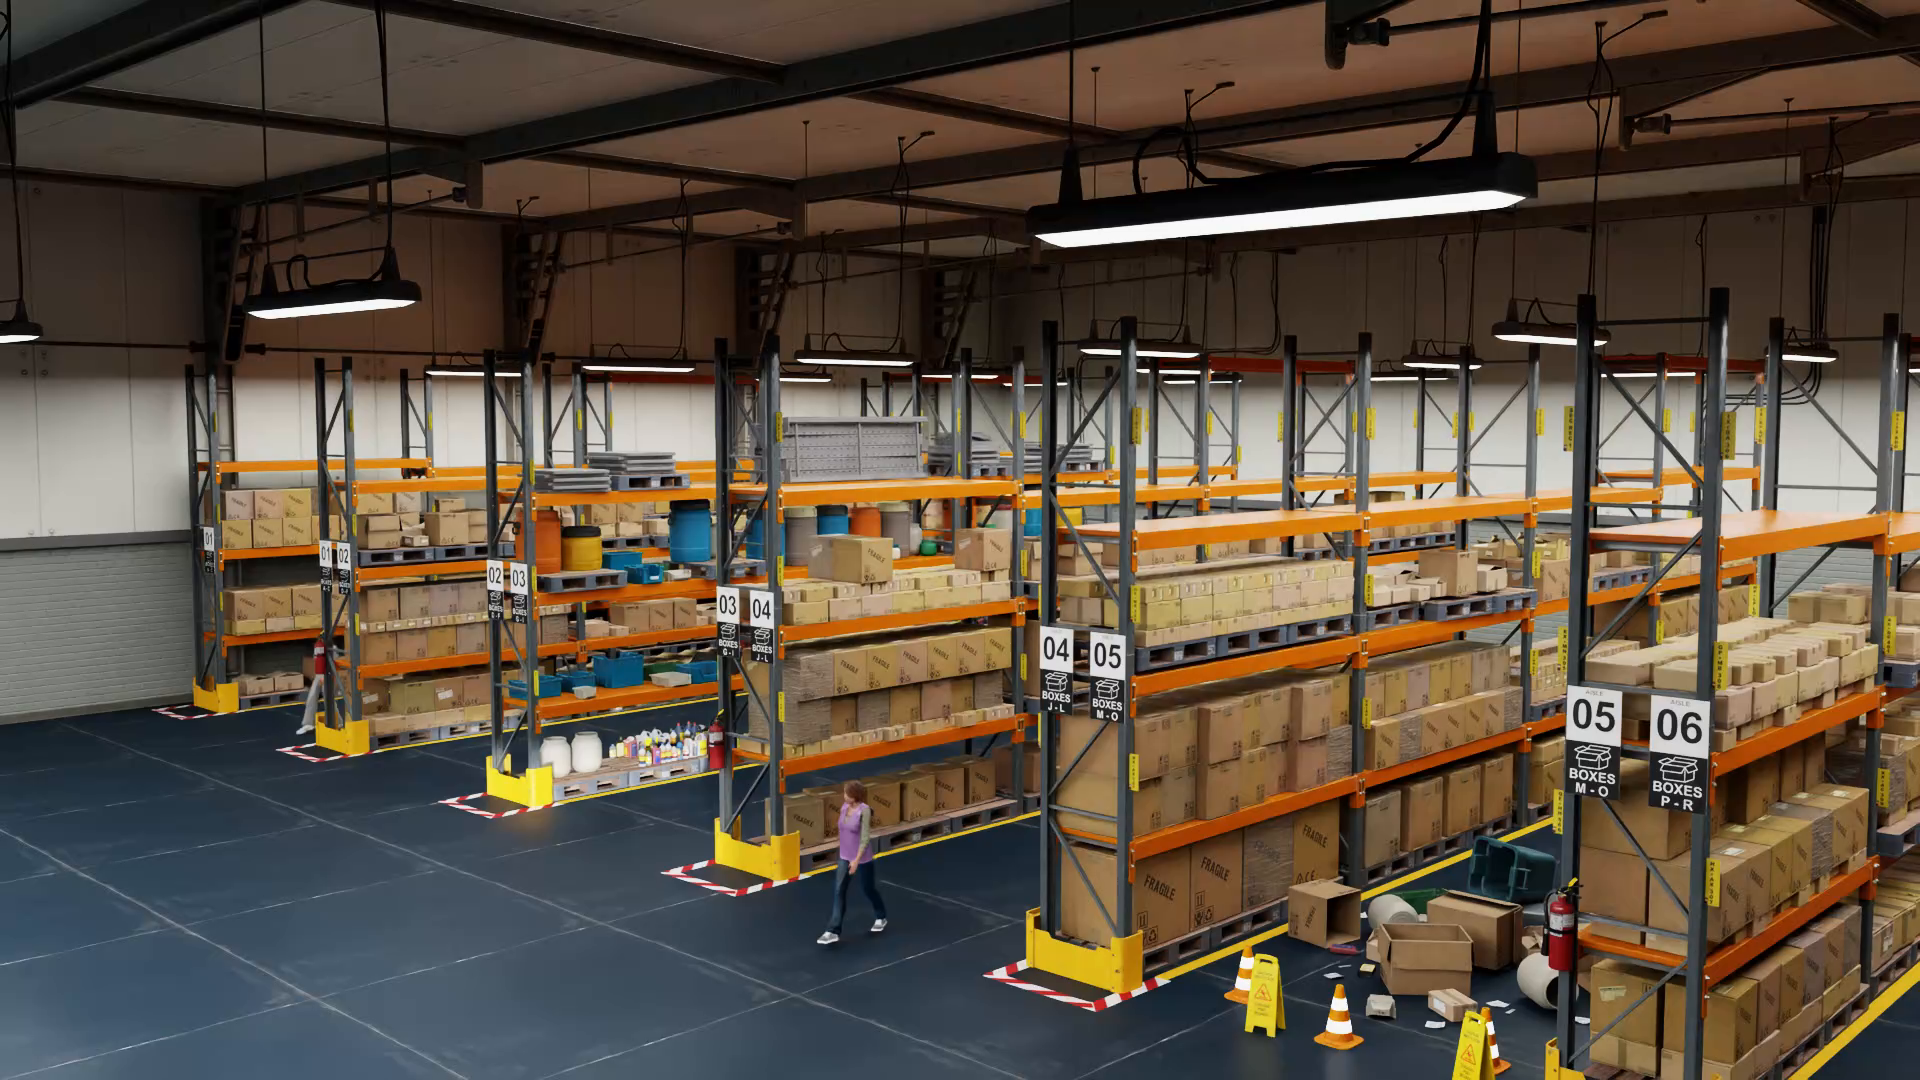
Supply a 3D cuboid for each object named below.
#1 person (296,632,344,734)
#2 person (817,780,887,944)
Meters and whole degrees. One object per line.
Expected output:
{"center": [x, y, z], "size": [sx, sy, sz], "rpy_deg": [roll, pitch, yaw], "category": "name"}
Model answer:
{"center": [-10.362, 2.287, 26.903], "size": [0.465, 1.660, 0.741], "rpy_deg": [2, 5, 28], "category": "person"}
{"center": [-1.044, 3.119, 16.263], "size": [0.439, 1.548, 0.896], "rpy_deg": [3, 6, 37], "category": "person"}
